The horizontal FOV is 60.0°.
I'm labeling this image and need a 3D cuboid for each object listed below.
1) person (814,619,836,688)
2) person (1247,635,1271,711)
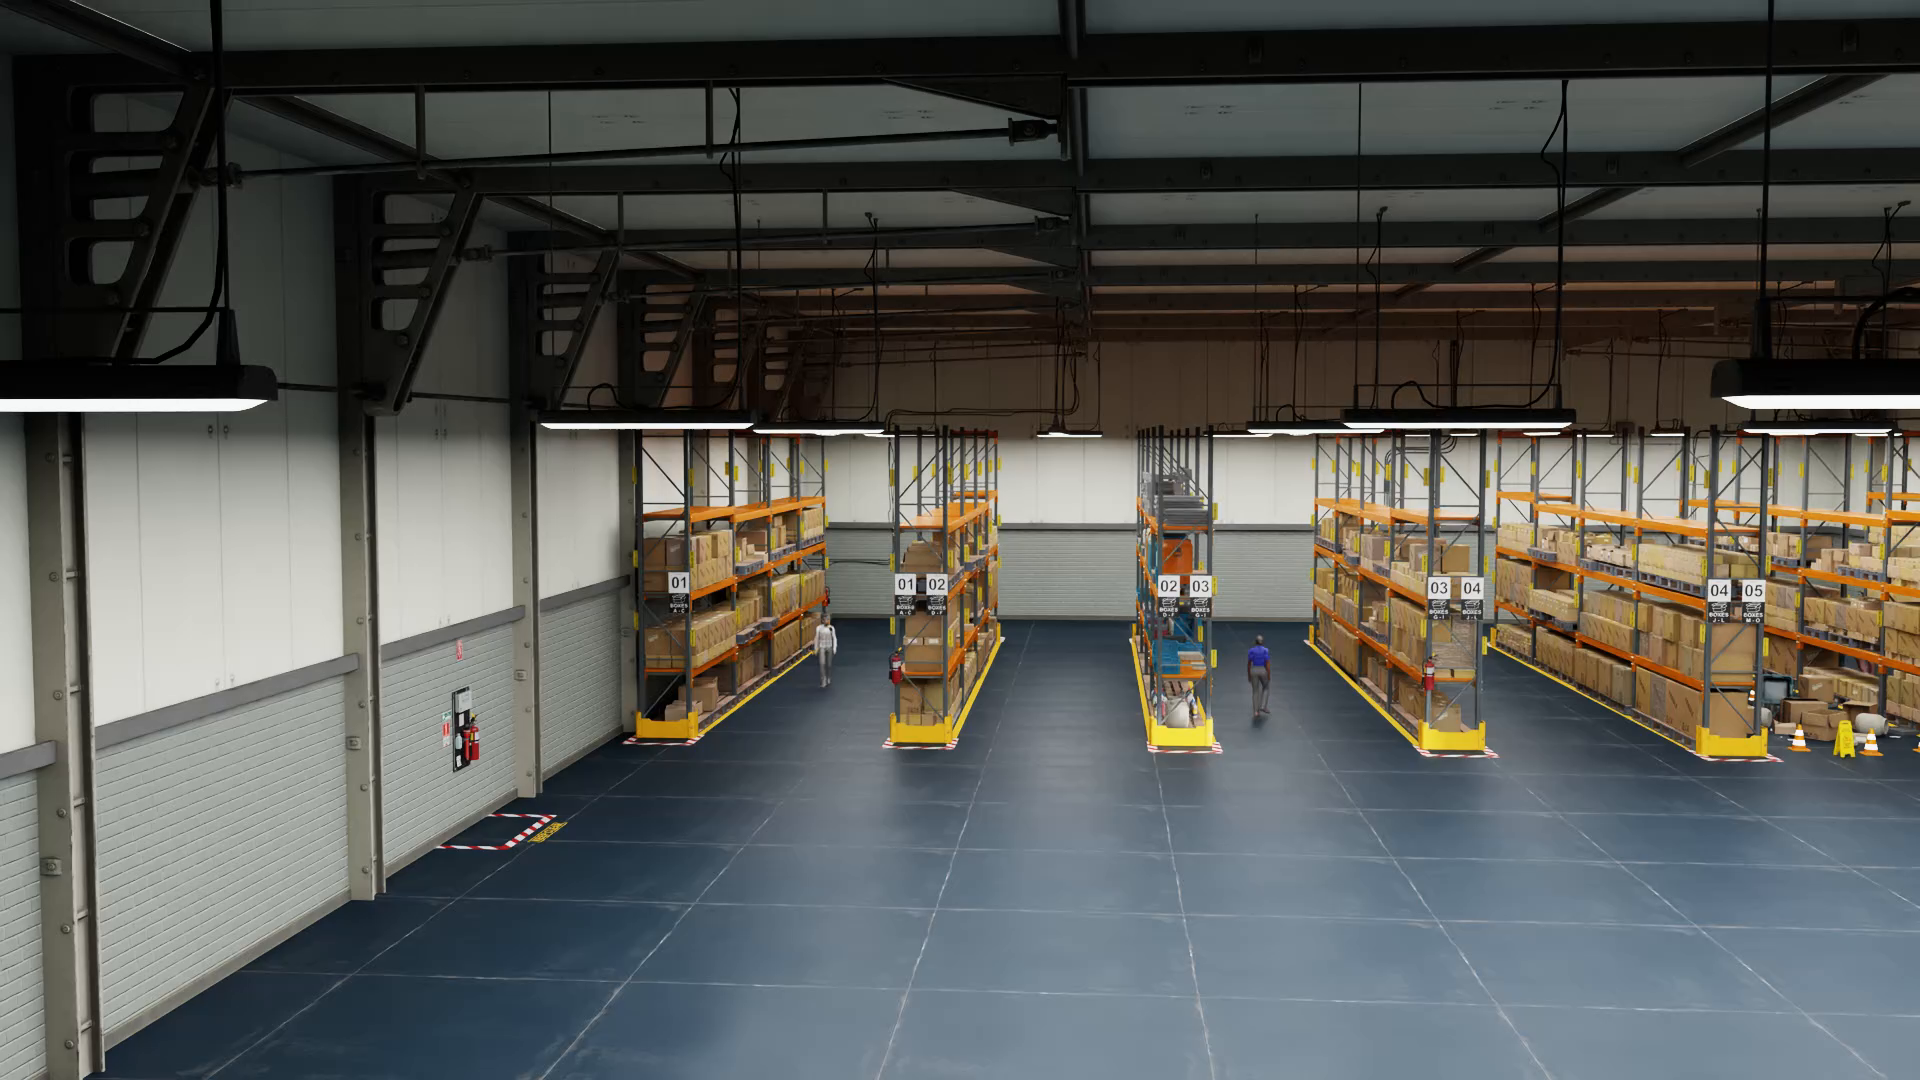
[{"bbox_3d":[-3.117,2.583,38.800,0.463,1.651,0.723,-1,4,-19],"label":"person"},{"bbox_3d":[6.227,2.769,34.640,0.495,1.565,0.516,1,4,17],"label":"person"}]
